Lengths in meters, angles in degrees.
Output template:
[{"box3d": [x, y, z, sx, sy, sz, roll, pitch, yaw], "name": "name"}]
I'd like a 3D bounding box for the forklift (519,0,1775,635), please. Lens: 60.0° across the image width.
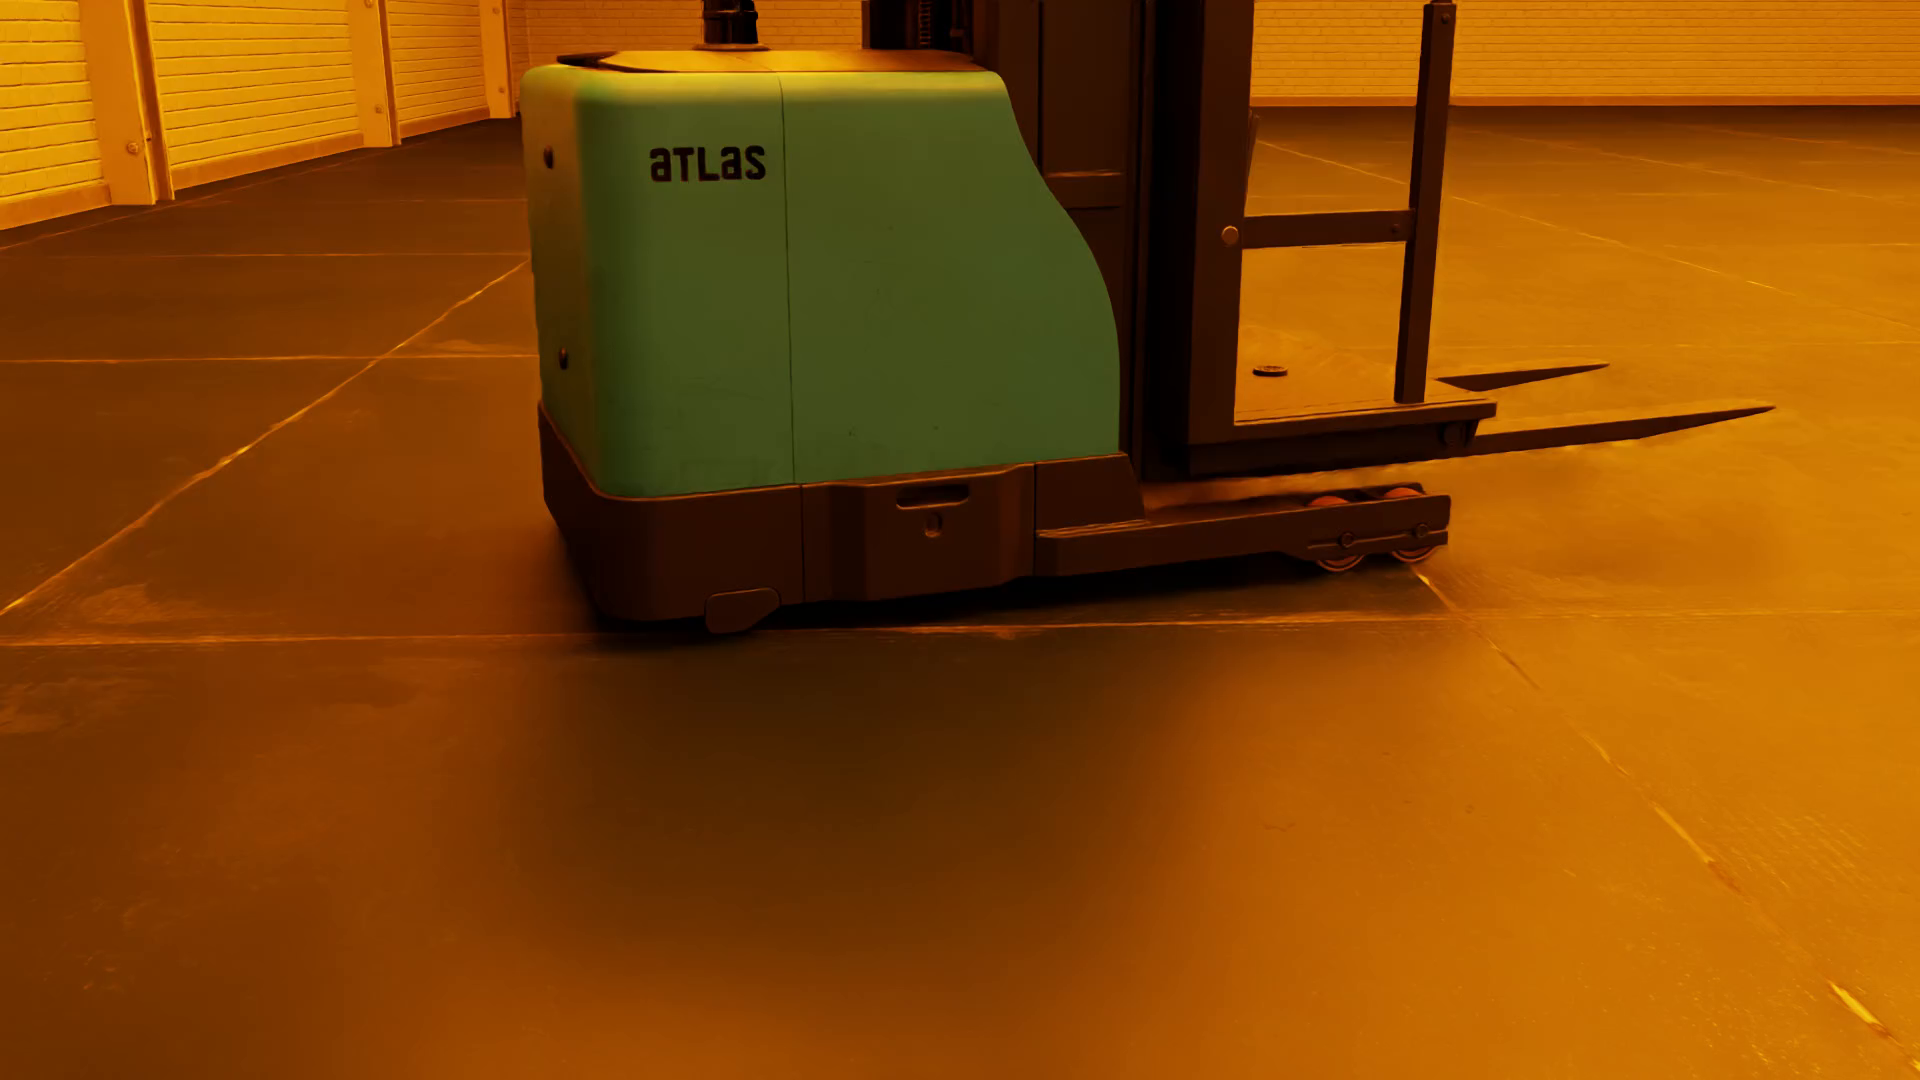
[{"box3d": [0.571, -1.469, 3.709, 3.031, 2.935, 1.130, -6, 18, -20], "name": "forklift"}]
